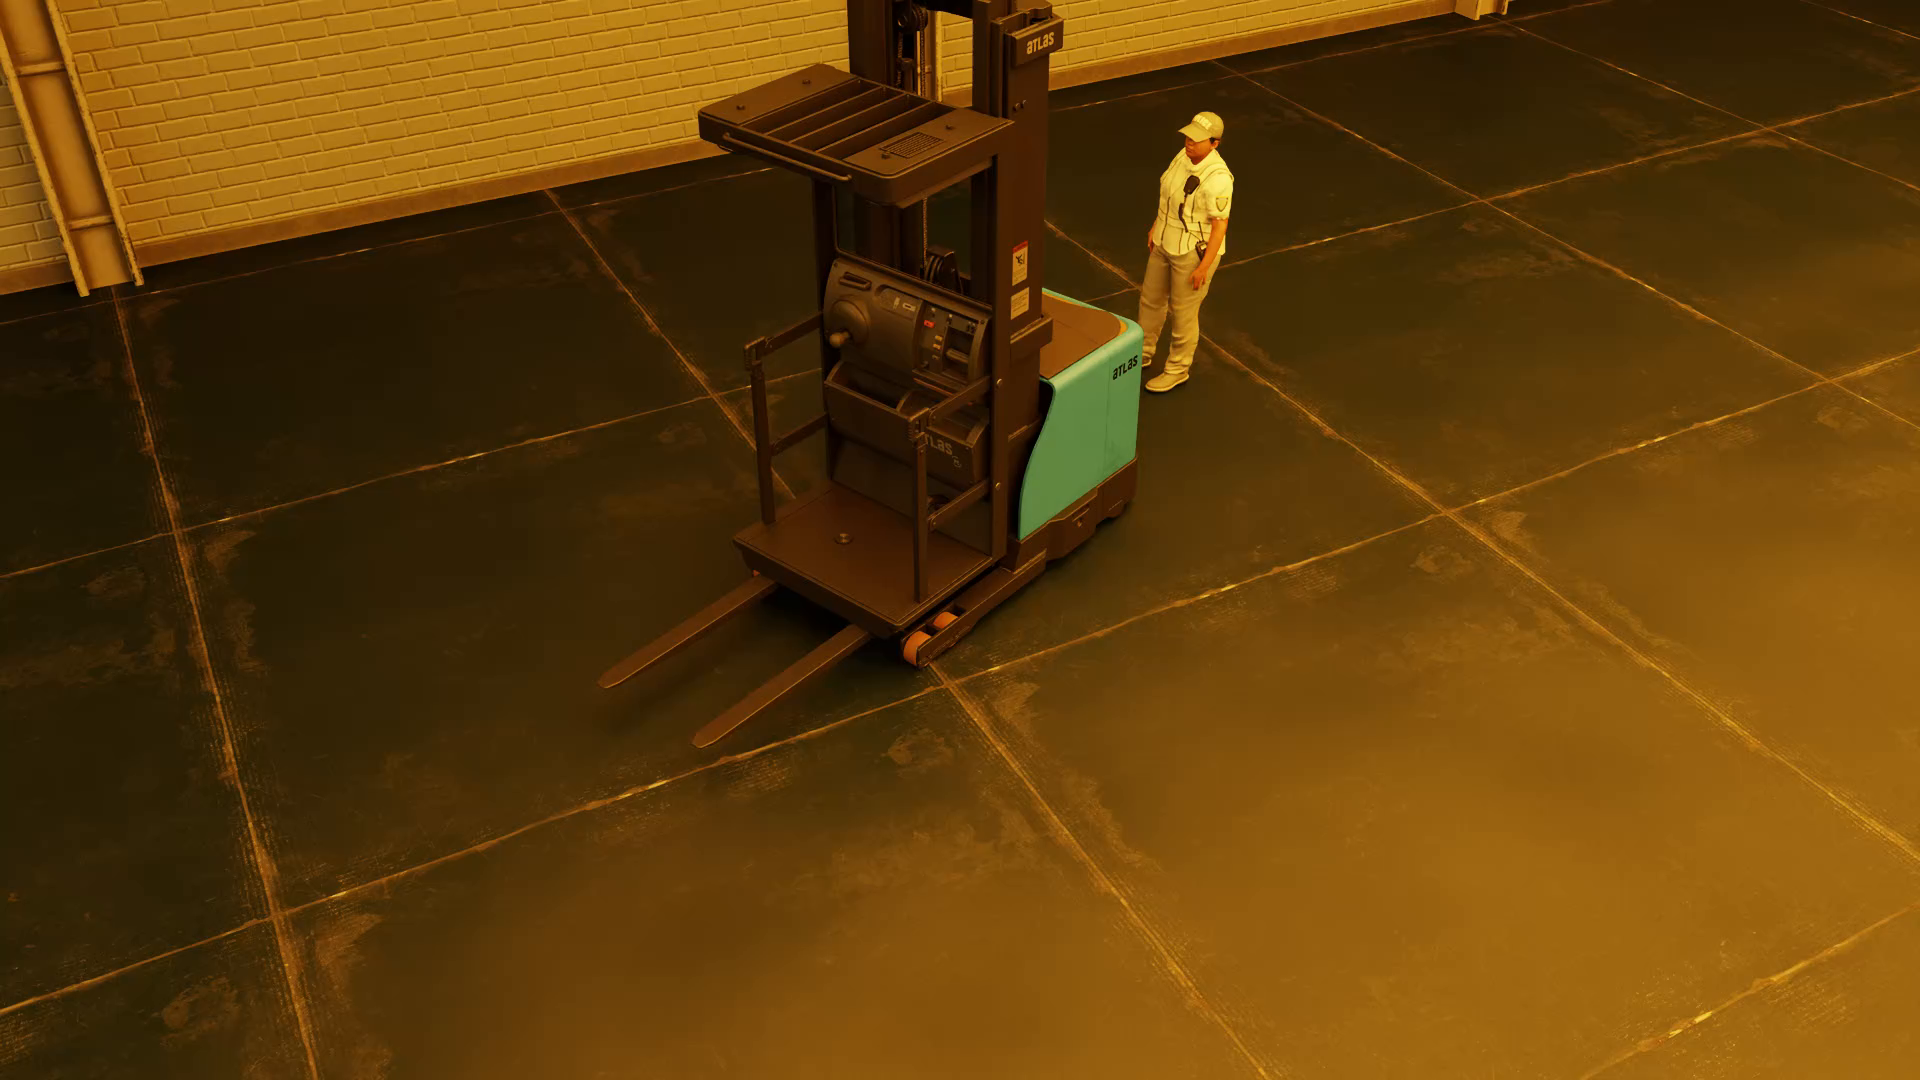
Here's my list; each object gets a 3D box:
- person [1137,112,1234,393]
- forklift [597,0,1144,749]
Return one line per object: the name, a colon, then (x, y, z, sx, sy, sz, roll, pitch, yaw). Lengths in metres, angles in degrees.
person: (1.217, -1.647, 9.534, 0.528, 1.670, 0.599, -16, 38, -21)
forklift: (-0.390, -0.927, 7.434, 1.130, 2.935, 3.031, 26, 43, 31)
